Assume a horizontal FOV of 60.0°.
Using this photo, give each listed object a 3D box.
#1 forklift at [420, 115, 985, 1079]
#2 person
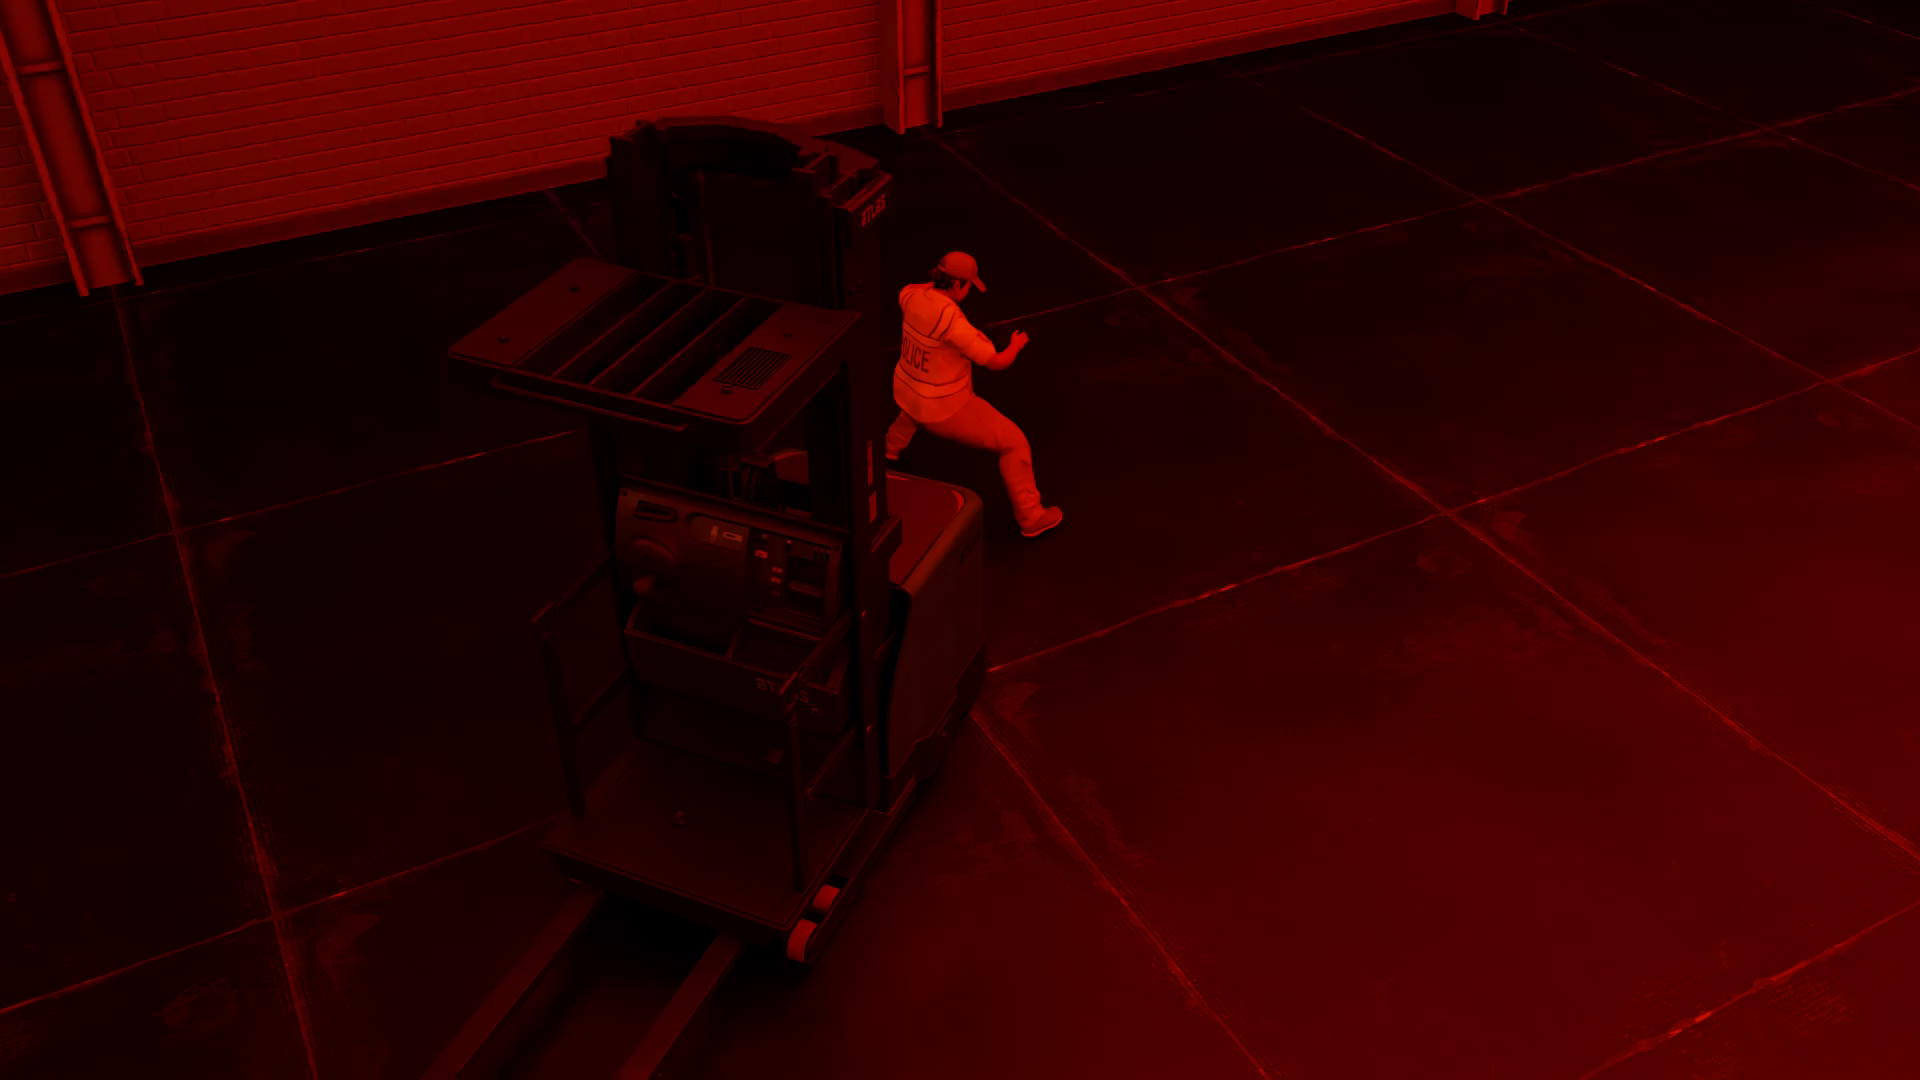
[{"bbox_3d":[-0.936,0.140,5.925,1.130,2.935,3.031,14,38,19],"label":"forklift"},{"bbox_3d":[-0.016,-0.848,8.613,0.668,1.442,1.196,-21,40,-27],"label":"person"}]
